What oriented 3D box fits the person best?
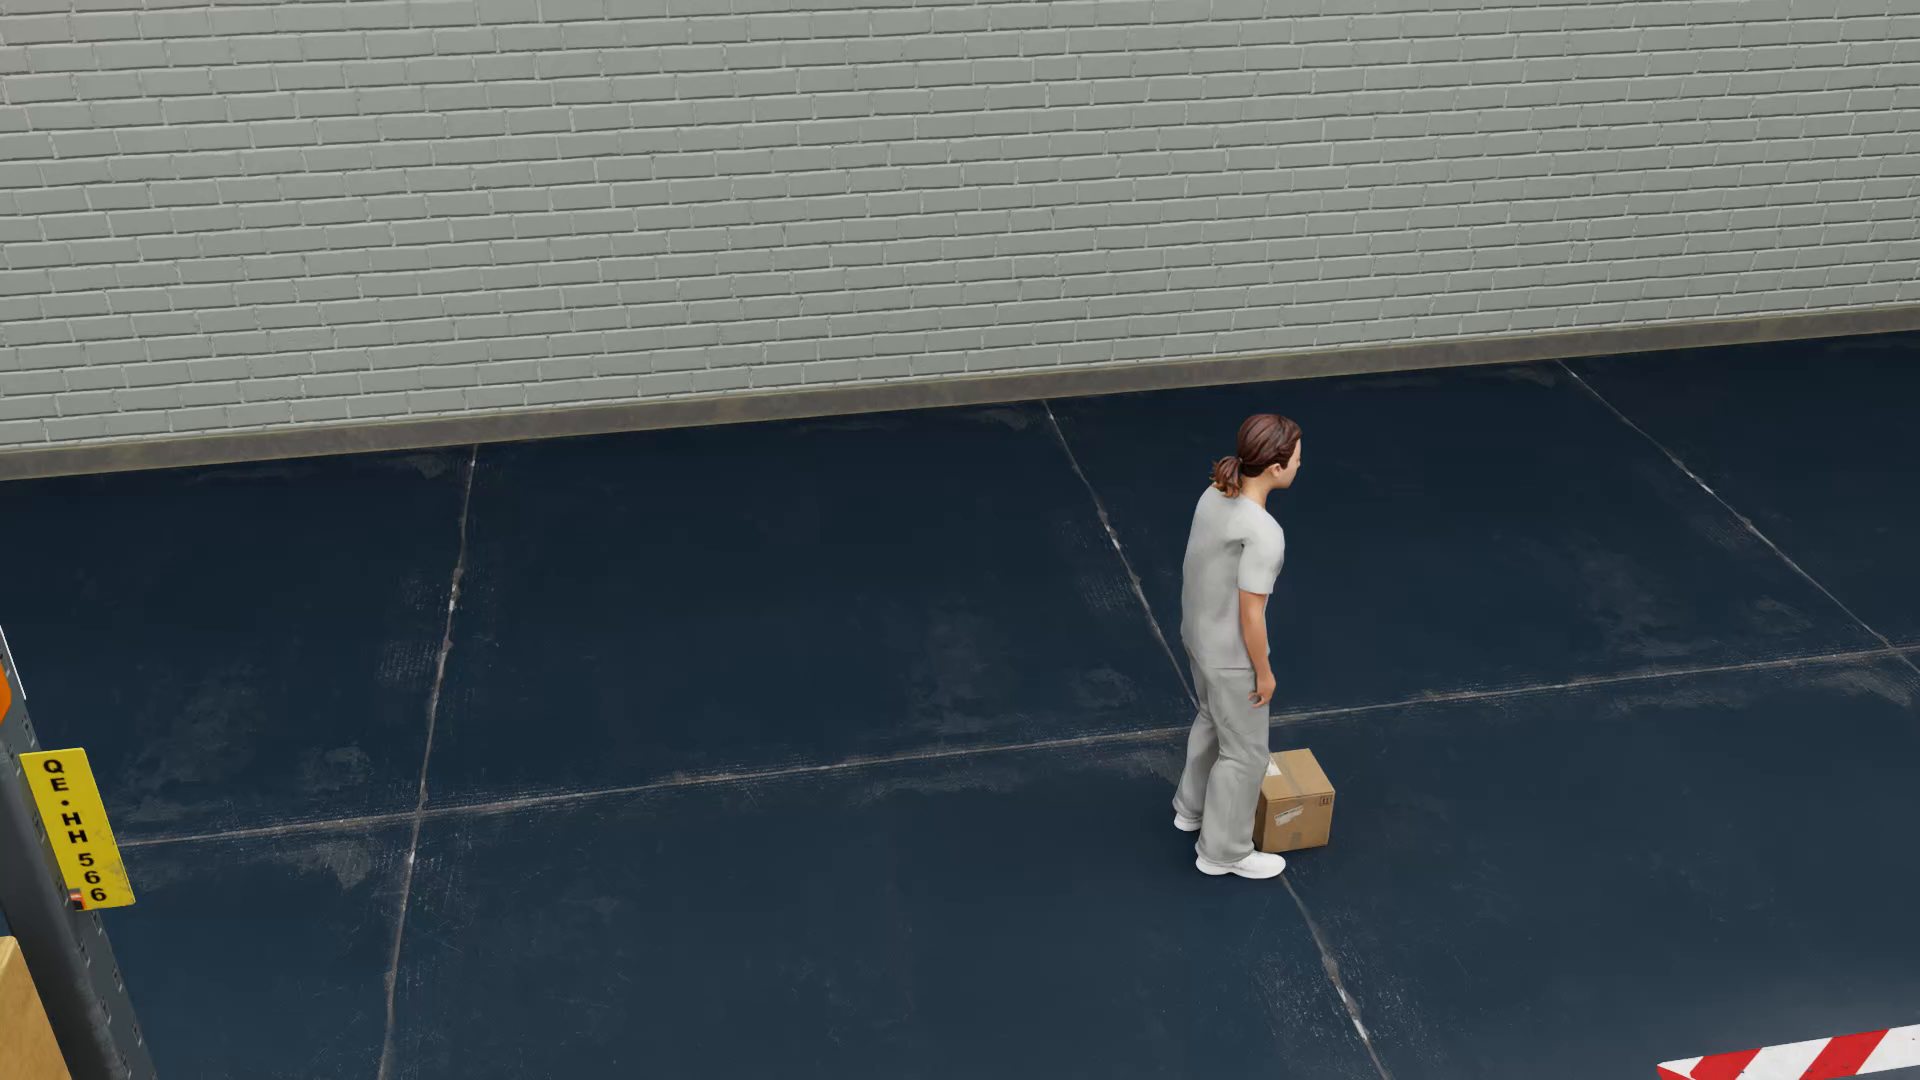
[{"bbox_3d":[0.922,0.351,5.546,0.359,1.671,0.508,-7,32,-12],"label":"person"}]
